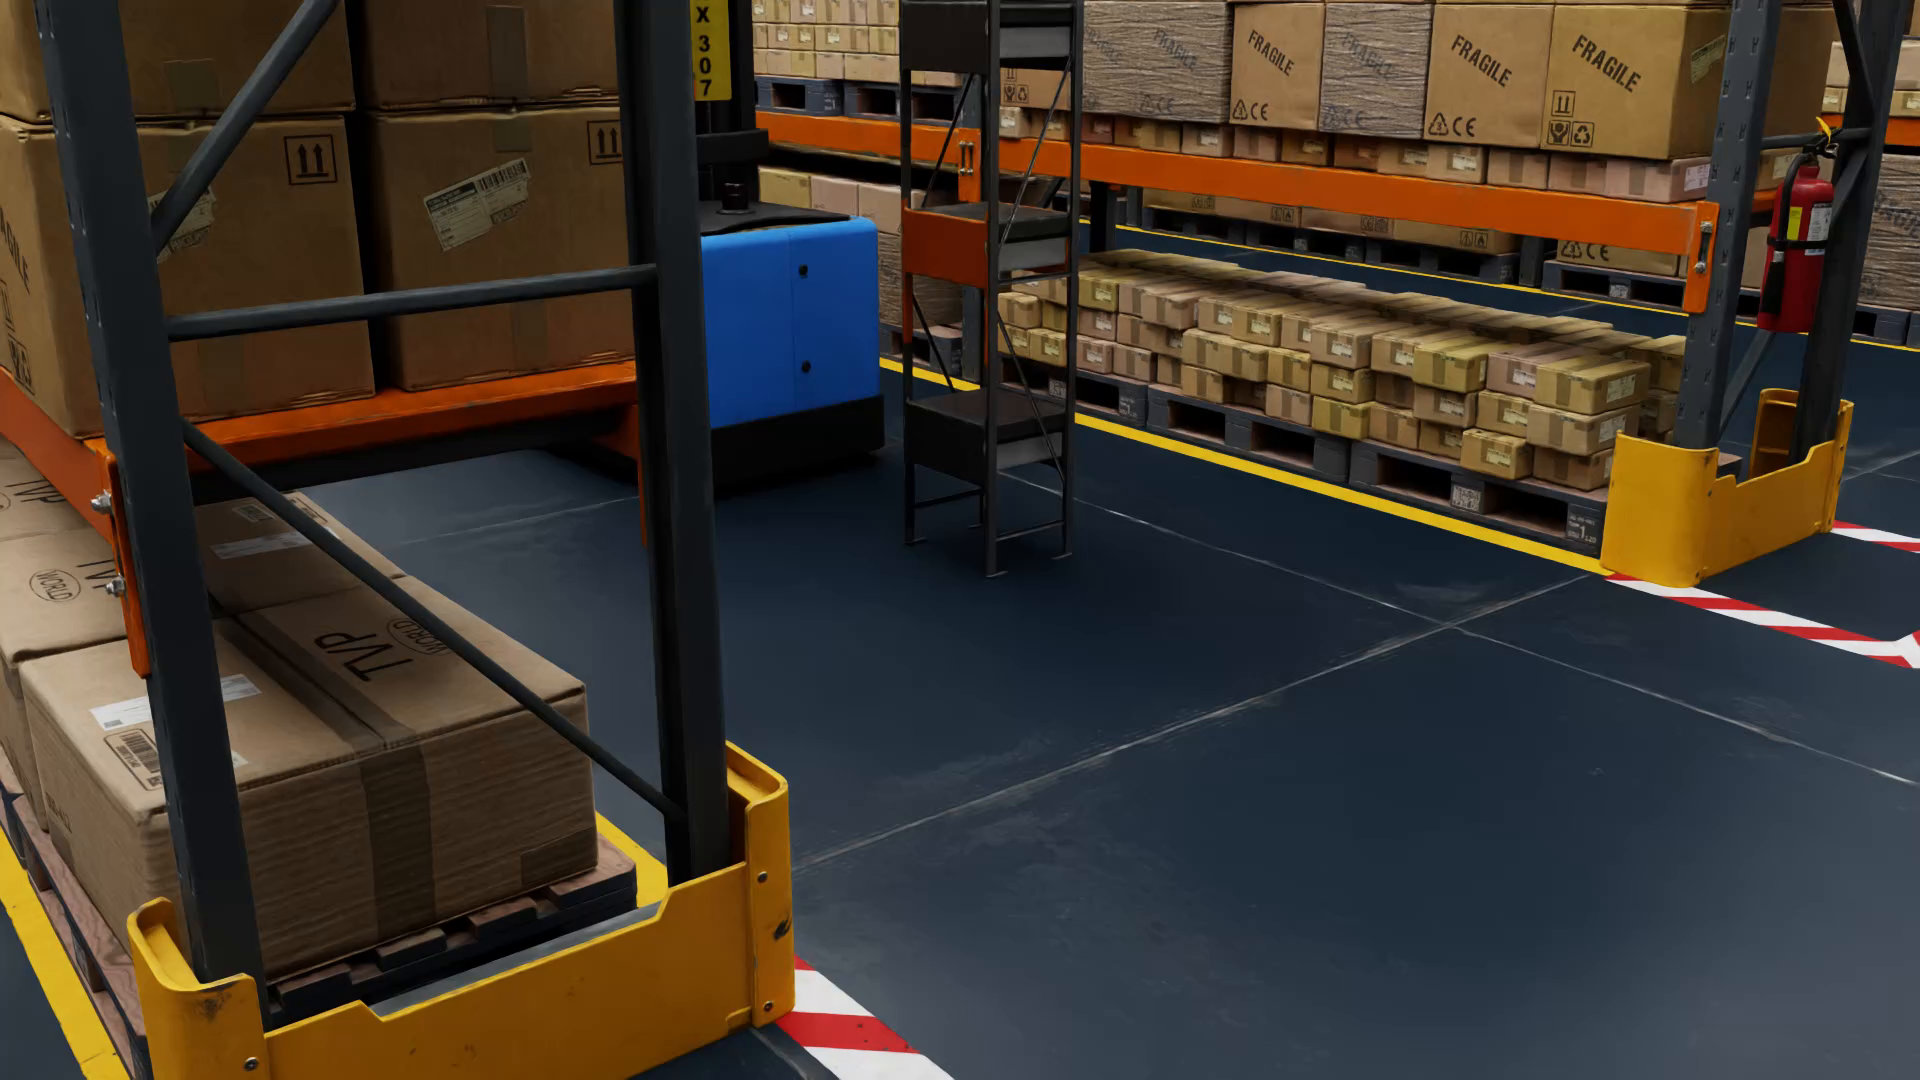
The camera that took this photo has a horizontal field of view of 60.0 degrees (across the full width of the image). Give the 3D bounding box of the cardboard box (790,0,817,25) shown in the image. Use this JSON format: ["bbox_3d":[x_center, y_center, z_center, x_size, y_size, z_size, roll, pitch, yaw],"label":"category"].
[{"bbox_3d":[-0.772,-3.113,9.778,0.380,0.149,0.250,-15,24,-39],"label":"cardboard box"}]

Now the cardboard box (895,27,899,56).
[{"bbox_3d":[-0.127,-2.714,9.045,0.380,0.149,0.250,-14,23,-36],"label":"cardboard box"}]

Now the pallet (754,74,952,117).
[{"bbox_3d":[-0.783,-2.783,10.301,1.003,0.211,1.213,-14,23,-36],"label":"pallet"}]

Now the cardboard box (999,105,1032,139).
[{"bbox_3d":[0.359,-2.116,8.379,0.380,0.149,0.250,-13,22,-34],"label":"cardboard box"}]

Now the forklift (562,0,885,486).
[{"bbox_3d":[-1.692,-1.987,7.700,1.130,2.935,3.031,-16,24,-39],"label":"forklift"}]

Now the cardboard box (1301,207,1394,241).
[{"bbox_3d":[3.422,-2.876,12.989,1.225,0.875,0.875,-15,23,-38],"label":"cardboard box"}]

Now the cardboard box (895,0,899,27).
[{"bbox_3d":[-0.130,-2.858,9.007,0.380,0.149,0.250,-15,23,-38],"label":"cardboard box"}]

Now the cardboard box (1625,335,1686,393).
[{"bbox_3d":[2.864,-0.707,6.646,0.380,0.149,0.250,-15,24,-39],"label":"cardboard box"}]

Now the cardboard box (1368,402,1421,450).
[{"bbox_3d":[1.933,-0.502,6.973,0.380,0.149,0.250,-14,23,-36],"label":"cardboard box"}]

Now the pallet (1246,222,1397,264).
[{"bbox_3d":[3.090,-2.464,13.468,1.003,0.211,1.213,-14,23,-36],"label":"pallet"}]

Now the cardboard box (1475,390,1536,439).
[{"bbox_3d":[2.251,-0.519,6.553,0.380,0.149,0.250,-15,23,-37],"label":"cardboard box"}]

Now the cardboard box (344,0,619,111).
[{"bbox_3d":[-0.969,-1.088,3.126,0.500,0.500,0.500,-15,23,-37],"label":"cardboard box"}]

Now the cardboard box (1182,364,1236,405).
[{"bbox_3d":[1.251,-0.750,7.724,0.380,0.149,0.250,-15,23,-38],"label":"cardboard box"}]

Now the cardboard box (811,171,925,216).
[{"bbox_3d":[-0.530,-2.001,9.748,0.500,0.250,0.500,-13,22,-34],"label":"cardboard box"}]

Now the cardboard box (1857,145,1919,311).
[{"bbox_3d":[5.849,-1.883,9.989,0.875,0.875,0.875,-14,23,-36],"label":"cardboard box"}]

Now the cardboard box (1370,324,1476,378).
[{"bbox_3d":[1.913,-0.781,6.869,0.380,0.149,0.250,-15,24,-38],"label":"cardboard box"}]

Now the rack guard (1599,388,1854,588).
[{"bbox_3d":[2.876,-0.215,6.216,1.175,0.500,0.348,-14,23,-36],"label":"rack guard"}]

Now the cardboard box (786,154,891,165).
[{"bbox_3d":[-0.789,-2.355,10.818,0.500,0.250,0.500,-13,23,-35],"label":"cardboard box"}]

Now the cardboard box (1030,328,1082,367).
[{"bbox_3d":[0.579,-0.997,8.467,0.380,0.149,0.250,-13,22,-35],"label":"cardboard box"}]

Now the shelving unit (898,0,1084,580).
[{"bbox_3d":[0.103,-0.956,5.909,0.431,2.100,0.503,-14,23,-36],"label":"shelving unit"}]

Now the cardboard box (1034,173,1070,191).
[{"bbox_3d":[1.121,-3.615,15.784,0.700,0.500,0.500,-16,24,-41],"label":"cardboard box"}]

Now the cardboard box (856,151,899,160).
[{"bbox_3d":[-0.794,-4.402,18.193,0.500,0.500,0.500,-15,23,-38],"label":"cardboard box"}]

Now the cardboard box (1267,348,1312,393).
[{"bbox_3d":[1.571,-0.764,7.292,0.380,0.149,0.250,-13,22,-33],"label":"cardboard box"}]

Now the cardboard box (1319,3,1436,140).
[{"bbox_3d":[1.804,-1.883,6.645,0.500,0.500,0.500,-14,23,-36],"label":"cardboard box"}]

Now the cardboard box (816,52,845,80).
[{"bbox_3d":[-0.610,-2.763,9.666,0.380,0.149,0.250,-15,24,-38],"label":"cardboard box"}]

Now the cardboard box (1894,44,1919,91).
[{"bbox_3d":[5.734,-2.714,9.553,0.500,0.250,0.500,-15,23,-38],"label":"cardboard box"}]

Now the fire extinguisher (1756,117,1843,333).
[{"bbox_3d":[2.717,-1.017,5.378,0.296,0.674,0.183,-14,23,-36],"label":"fire extinguisher"}]

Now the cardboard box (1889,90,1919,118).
[{"bbox_3d":[5.598,-2.545,9.677,0.380,0.149,0.250,-14,23,-36],"label":"cardboard box"}]

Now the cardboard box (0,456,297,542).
[{"bbox_3d":[-2.516,0.036,4.891,0.875,0.438,0.875,-15,23,-38],"label":"cardboard box"}]

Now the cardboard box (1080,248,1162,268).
[{"bbox_3d":[0.864,-1.460,8.921,0.380,0.149,0.250,-13,22,-35],"label":"cardboard box"}]

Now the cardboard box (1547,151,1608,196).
[{"bbox_3d":[2.374,-1.357,6.090,0.380,0.149,0.250,-14,23,-36],"label":"cardboard box"}]

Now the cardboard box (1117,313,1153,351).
[{"bbox_3d":[0.986,-1.039,8.122,0.380,0.149,0.250,-15,24,-39],"label":"cardboard box"}]

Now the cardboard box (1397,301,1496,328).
[{"bbox_3d":[2.159,-0.953,7.391,0.380,0.149,0.250,-13,22,-34],"label":"cardboard box"}]

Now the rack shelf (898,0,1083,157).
[{"bbox_3d":[0.103,-1.608,5.693,0.431,0.518,0.480,-14,23,-36],"label":"rack shelf"}]

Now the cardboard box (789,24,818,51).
[{"bbox_3d":[-0.784,-2.973,9.829,0.380,0.149,0.250,-14,23,-36],"label":"cardboard box"}]

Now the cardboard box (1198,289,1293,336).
[{"bbox_3d":[1.319,-1.050,7.682,0.380,0.149,0.250,-15,24,-38],"label":"cardboard box"}]

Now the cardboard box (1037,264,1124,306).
[{"bbox_3d":[0.615,-1.292,8.414,0.380,0.149,0.250,-13,22,-33],"label":"cardboard box"}]

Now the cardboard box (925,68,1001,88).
[{"bbox_3d":[0.038,-2.508,8.896,0.380,0.149,0.250,-15,23,-37],"label":"cardboard box"}]

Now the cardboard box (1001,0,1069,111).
[{"bbox_3d":[0.549,-2.386,8.164,0.500,0.500,0.500,-14,23,-37],"label":"cardboard box"}]

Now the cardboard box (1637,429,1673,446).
[{"bbox_3d":[2.849,-0.420,6.728,0.380,0.149,0.250,-13,23,-35],"label":"cardboard box"}]

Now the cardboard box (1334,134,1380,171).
[{"bbox_3d":[1.768,-1.623,6.893,0.380,0.149,0.250,-15,24,-38],"label":"cardboard box"}]

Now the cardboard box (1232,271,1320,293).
[{"bbox_3d":[1.555,-1.217,8.187,0.380,0.149,0.250,-15,24,-39],"label":"cardboard box"}]

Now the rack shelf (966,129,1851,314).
[{"bbox_3d":[1.681,-1.534,7.368,1.077,0.370,4.000,-14,23,-36],"label":"rack shelf"}]

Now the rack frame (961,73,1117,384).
[{"bbox_3d":[0.439,-2.369,8.744,1.000,3.000,0.127,-14,23,-36],"label":"rack frame"}]

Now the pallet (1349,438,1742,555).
[{"bbox_3d":[2.399,-0.285,6.887,1.003,0.211,1.213,-14,23,-36],"label":"pallet"}]

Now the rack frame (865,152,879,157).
[{"bbox_3d":[-0.577,-5.283,17.545,1.000,3.000,0.127,-14,23,-36],"label":"rack frame"}]

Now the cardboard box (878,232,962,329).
[{"bbox_3d":[-0.218,-1.514,9.473,0.500,0.500,0.500,-15,23,-37],"label":"cardboard box"}]

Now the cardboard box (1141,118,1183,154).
[{"bbox_3d":[1.053,-1.868,7.632,0.380,0.149,0.250,-13,23,-35],"label":"cardboard box"}]

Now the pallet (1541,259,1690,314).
[{"bbox_3d":[4.801,-1.785,11.418,1.003,0.211,1.213,-14,23,-36],"label":"pallet"}]

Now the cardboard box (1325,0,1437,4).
[{"bbox_3d":[1.799,-2.362,6.500,0.500,0.500,0.500,-13,22,-33],"label":"cardboard box"}]
